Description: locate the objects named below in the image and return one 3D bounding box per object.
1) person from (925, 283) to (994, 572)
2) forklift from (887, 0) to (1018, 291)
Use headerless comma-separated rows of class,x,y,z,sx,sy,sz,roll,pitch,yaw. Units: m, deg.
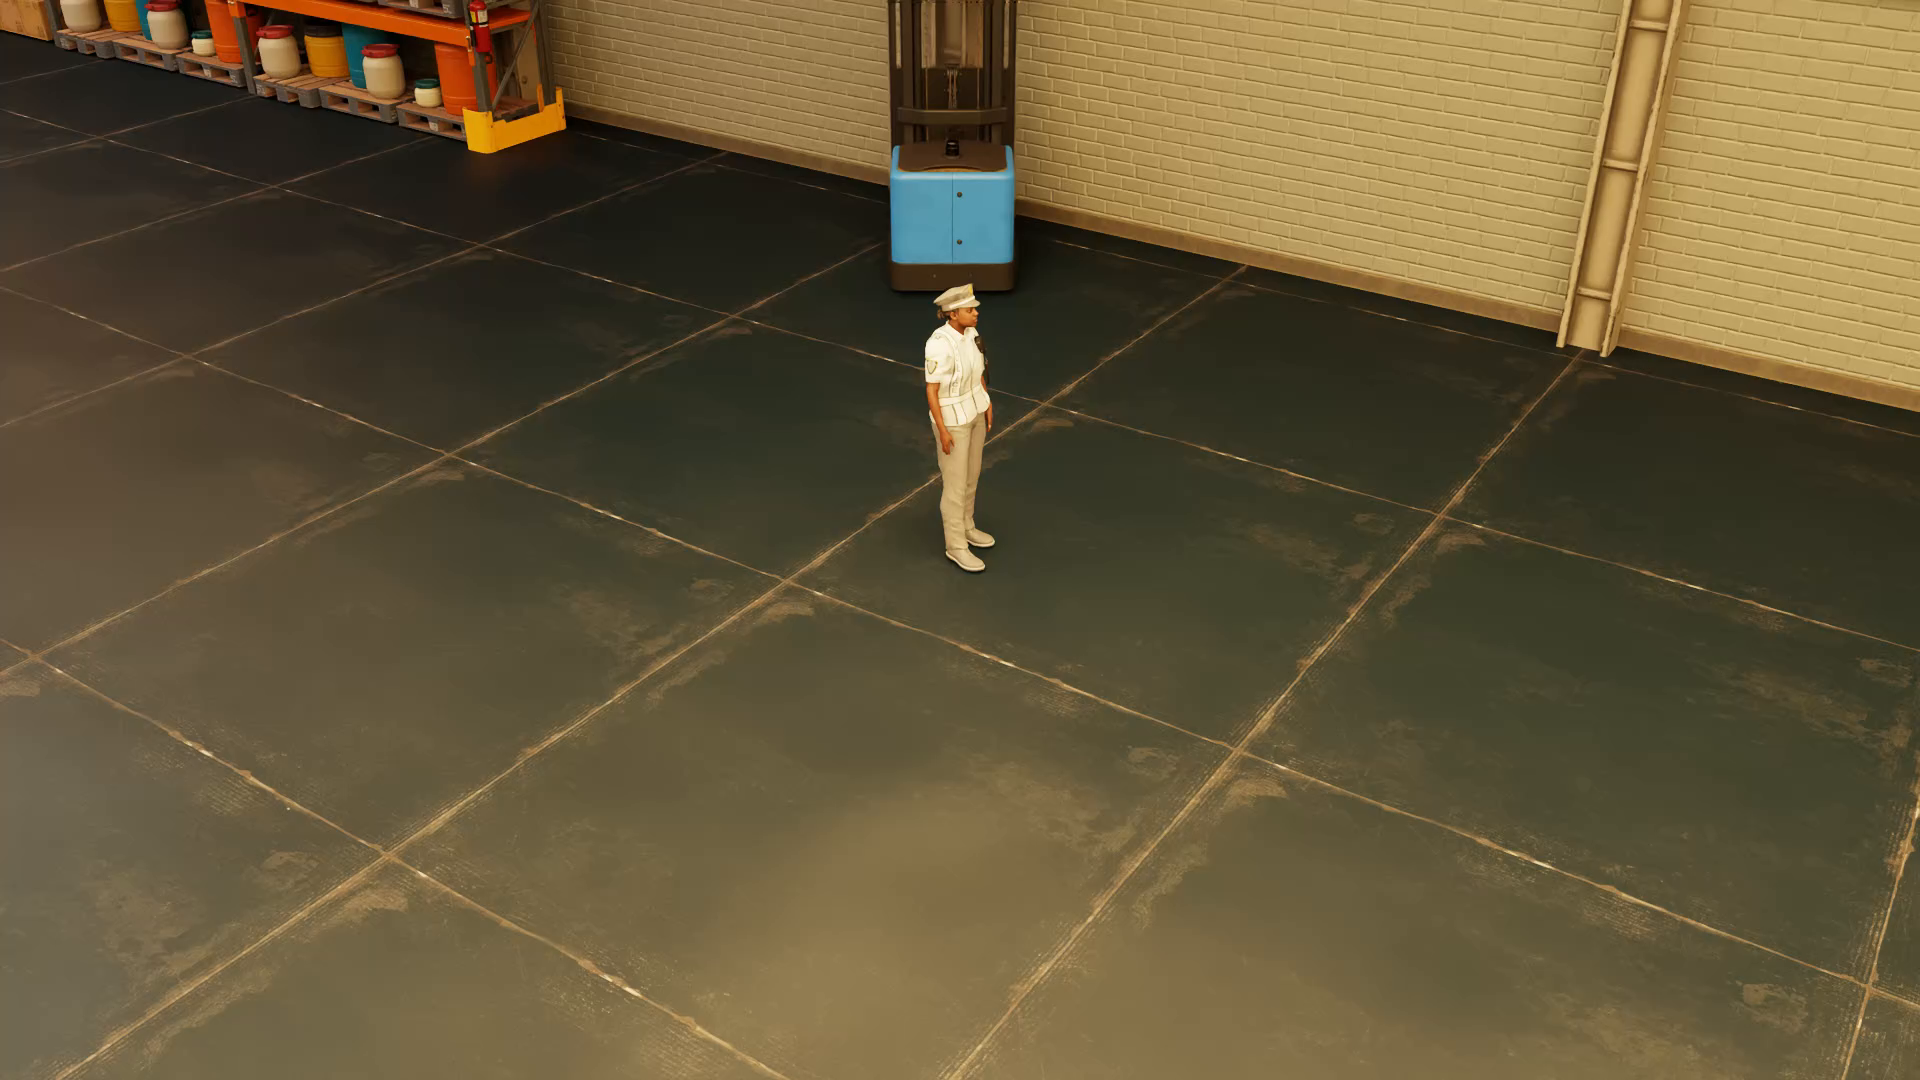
person,0.051,-0.710,10.020,0.528,1.695,0.569,19,35,29
forklift,-0.065,-4.056,14.566,1.130,2.935,3.031,0,30,0
